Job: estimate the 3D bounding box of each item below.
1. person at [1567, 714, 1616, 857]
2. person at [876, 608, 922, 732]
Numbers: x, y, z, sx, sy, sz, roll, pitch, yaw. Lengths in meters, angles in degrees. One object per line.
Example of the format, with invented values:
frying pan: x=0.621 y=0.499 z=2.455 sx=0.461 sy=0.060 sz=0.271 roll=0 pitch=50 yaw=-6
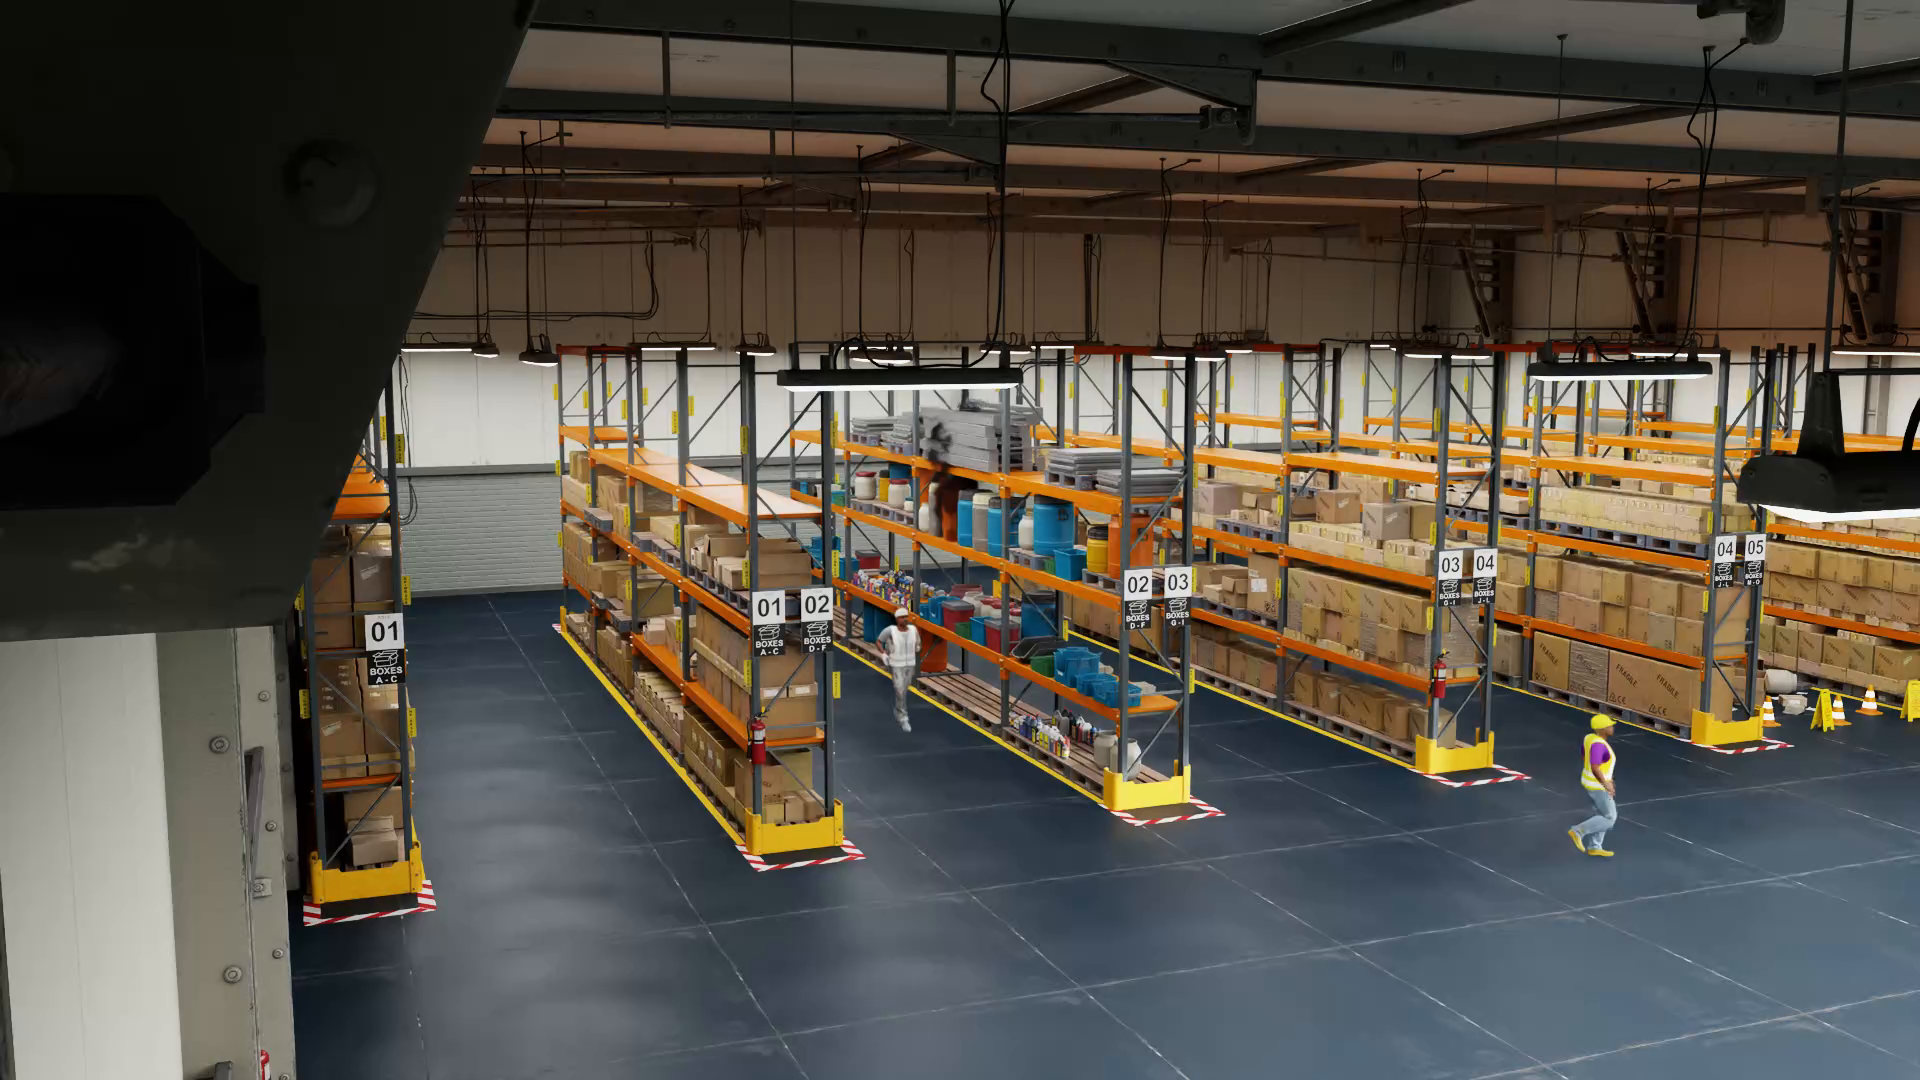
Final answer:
person: x=7.606 y=2.946 z=19.997 sx=0.578 sy=1.738 sz=0.720 roll=1 pitch=7 yaw=7
person: x=-0.874 y=1.939 z=25.280 sx=0.667 sy=1.834 sz=0.775 roll=-4 pitch=8 yaw=-29
